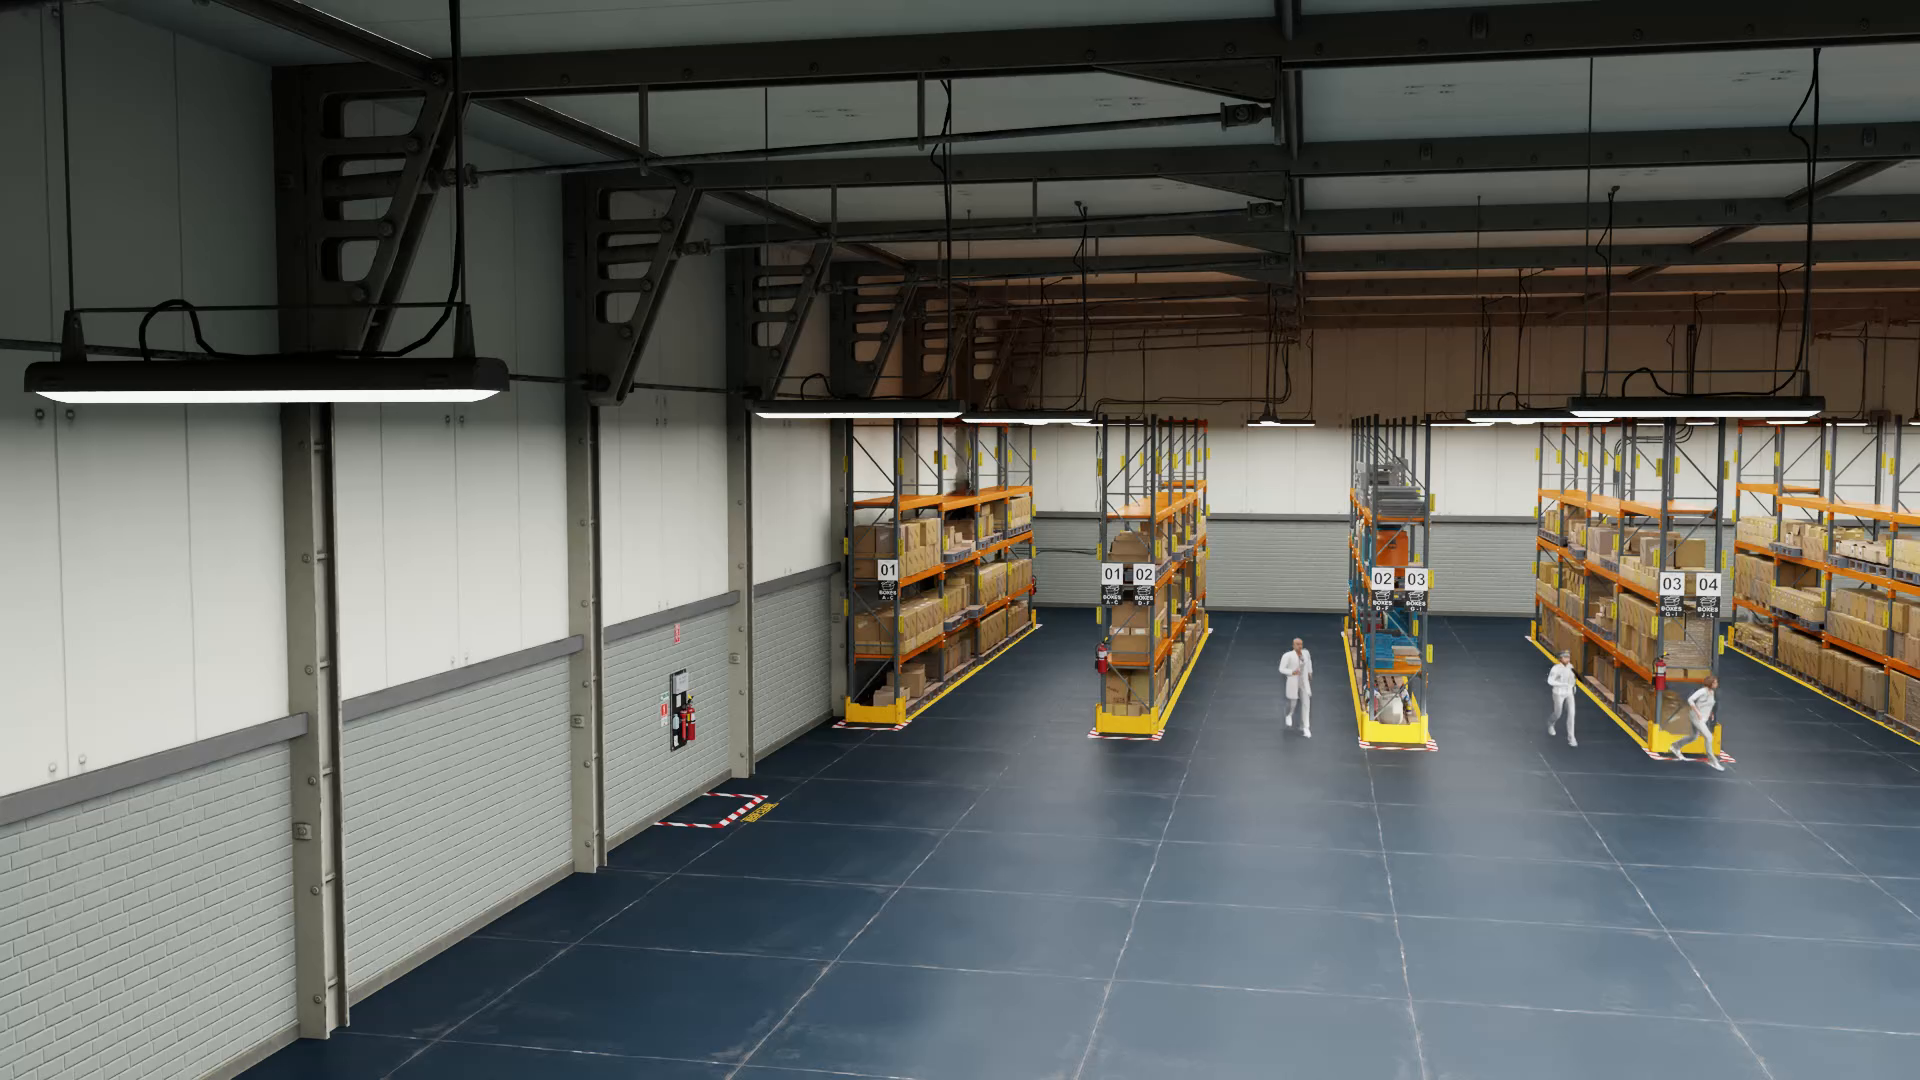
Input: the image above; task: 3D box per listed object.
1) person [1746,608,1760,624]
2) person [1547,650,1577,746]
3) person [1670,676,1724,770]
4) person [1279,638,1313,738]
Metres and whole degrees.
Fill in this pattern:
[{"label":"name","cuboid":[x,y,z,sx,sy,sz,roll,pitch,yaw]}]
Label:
[{"label":"person","cuboid":[21.614,1.805,45.322,0.972,1.764,0.688,-1,4,-21]},{"label":"person","cuboid":[11.032,2.846,30.450,0.641,1.717,0.943,-1,4,-10]},{"label":"person","cuboid":[12.493,3.058,28.194,0.557,1.569,0.944,-3,5,-42]},{"label":"person","cuboid":[6.342,2.746,31.341,0.740,1.809,1.069,-1,4,-13]}]
